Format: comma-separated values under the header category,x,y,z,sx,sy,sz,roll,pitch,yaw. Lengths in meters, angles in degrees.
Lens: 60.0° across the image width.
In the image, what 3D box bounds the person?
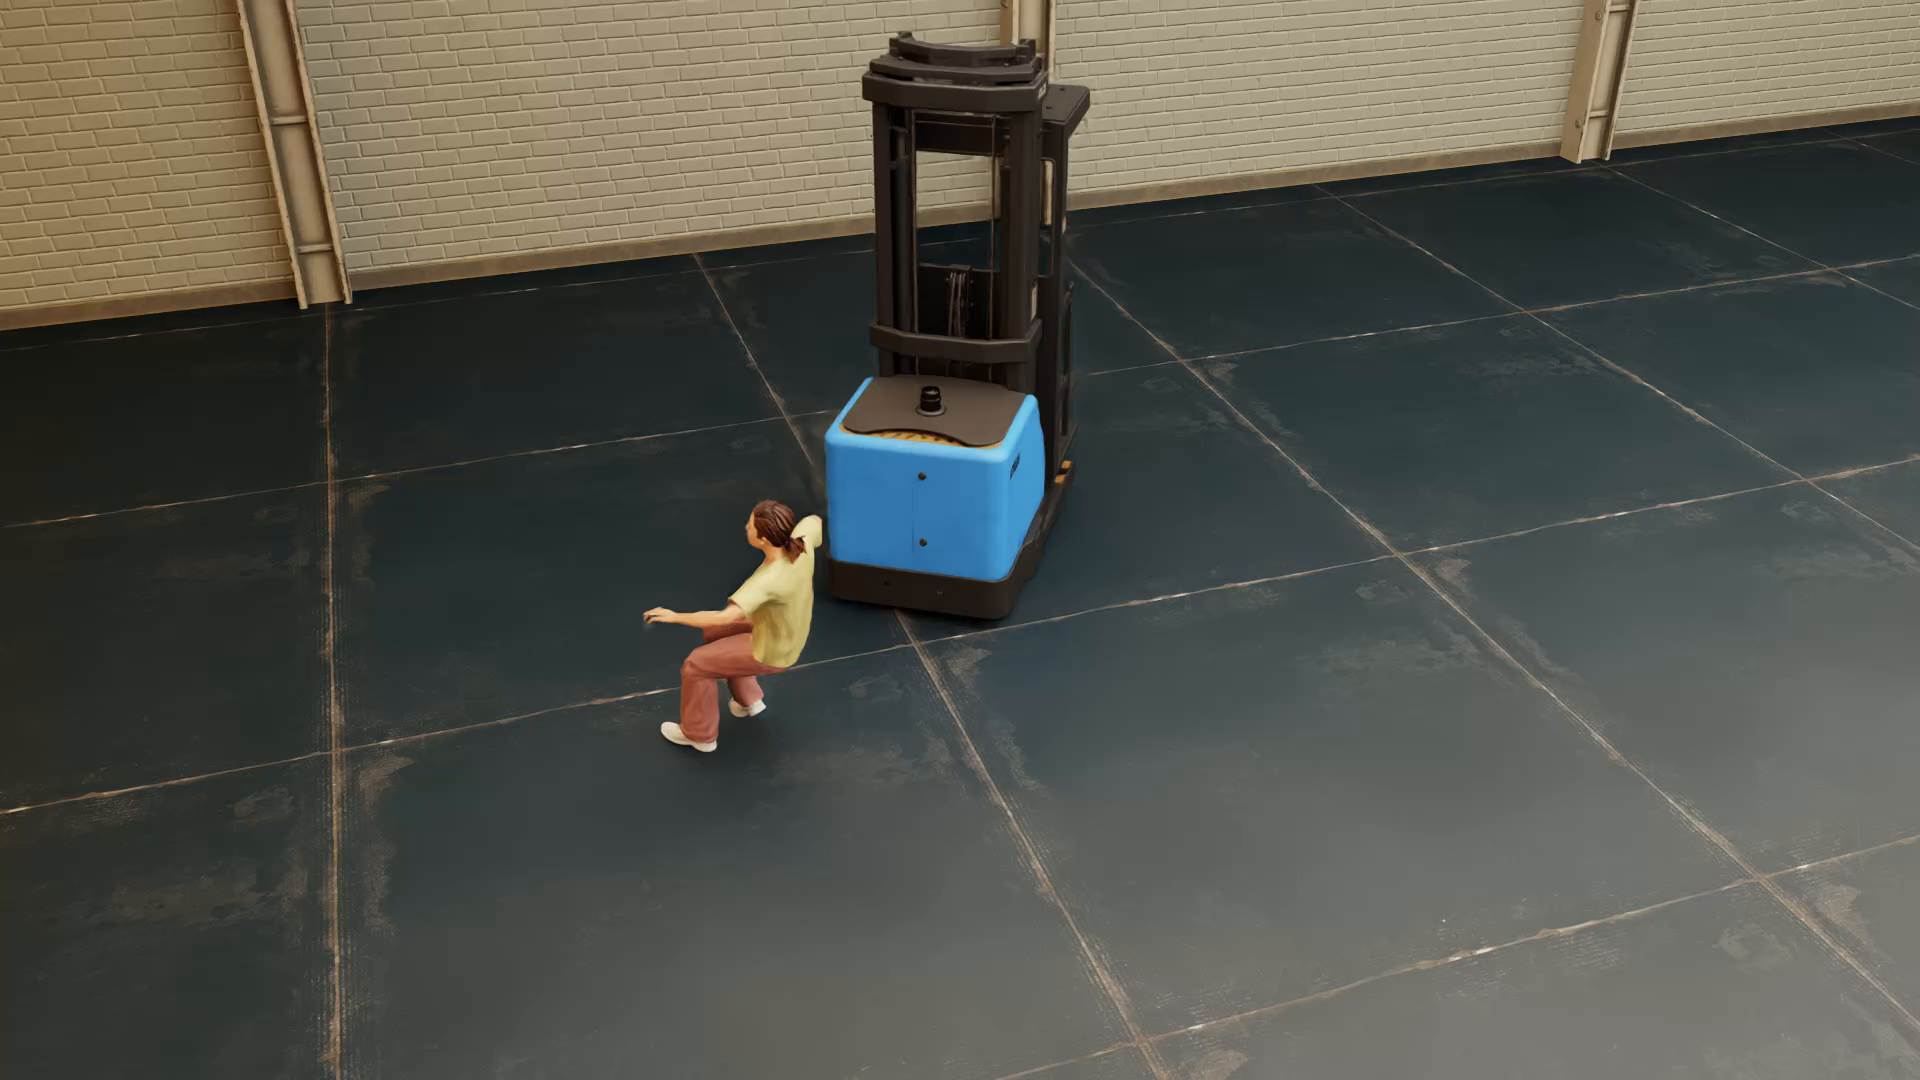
category,x,y,z,sx,sy,sz,roll,pitch,yaw
person,-1.072,0.387,7.907,0.843,1.439,0.963,7,31,12

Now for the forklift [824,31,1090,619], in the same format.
category,x,y,z,sx,sy,sz,roll,pitch,yaw
forklift,0.116,-1.558,9.795,1.130,2.935,3.031,7,31,12
